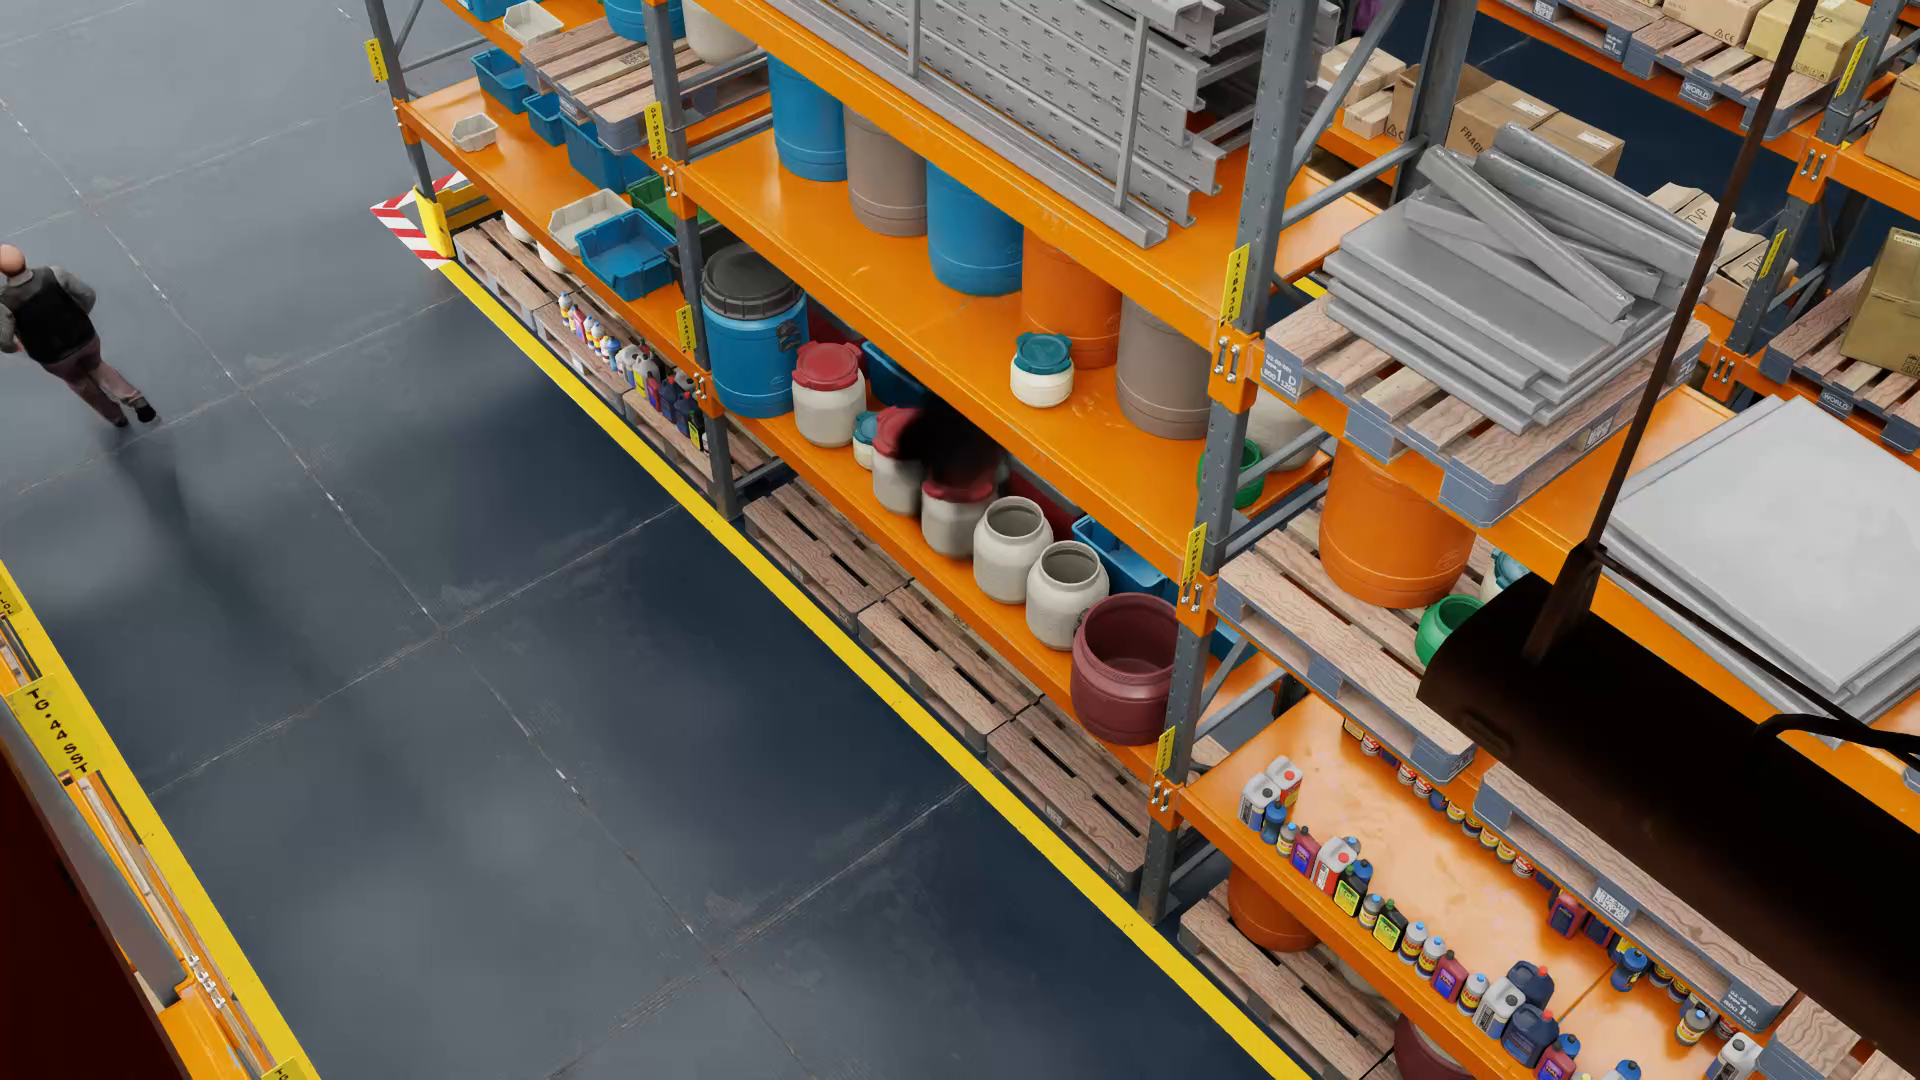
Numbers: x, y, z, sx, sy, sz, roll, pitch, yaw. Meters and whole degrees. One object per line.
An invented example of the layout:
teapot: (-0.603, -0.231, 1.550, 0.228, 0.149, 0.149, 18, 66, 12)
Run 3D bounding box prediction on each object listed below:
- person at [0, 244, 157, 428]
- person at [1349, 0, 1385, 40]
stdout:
person: (-5.996, -1.277, 11.059, 0.630, 1.675, 0.688, 31, 54, 26)
person: (3.424, -4.290, 13.972, 0.544, 1.651, 0.648, -29, 53, -25)
